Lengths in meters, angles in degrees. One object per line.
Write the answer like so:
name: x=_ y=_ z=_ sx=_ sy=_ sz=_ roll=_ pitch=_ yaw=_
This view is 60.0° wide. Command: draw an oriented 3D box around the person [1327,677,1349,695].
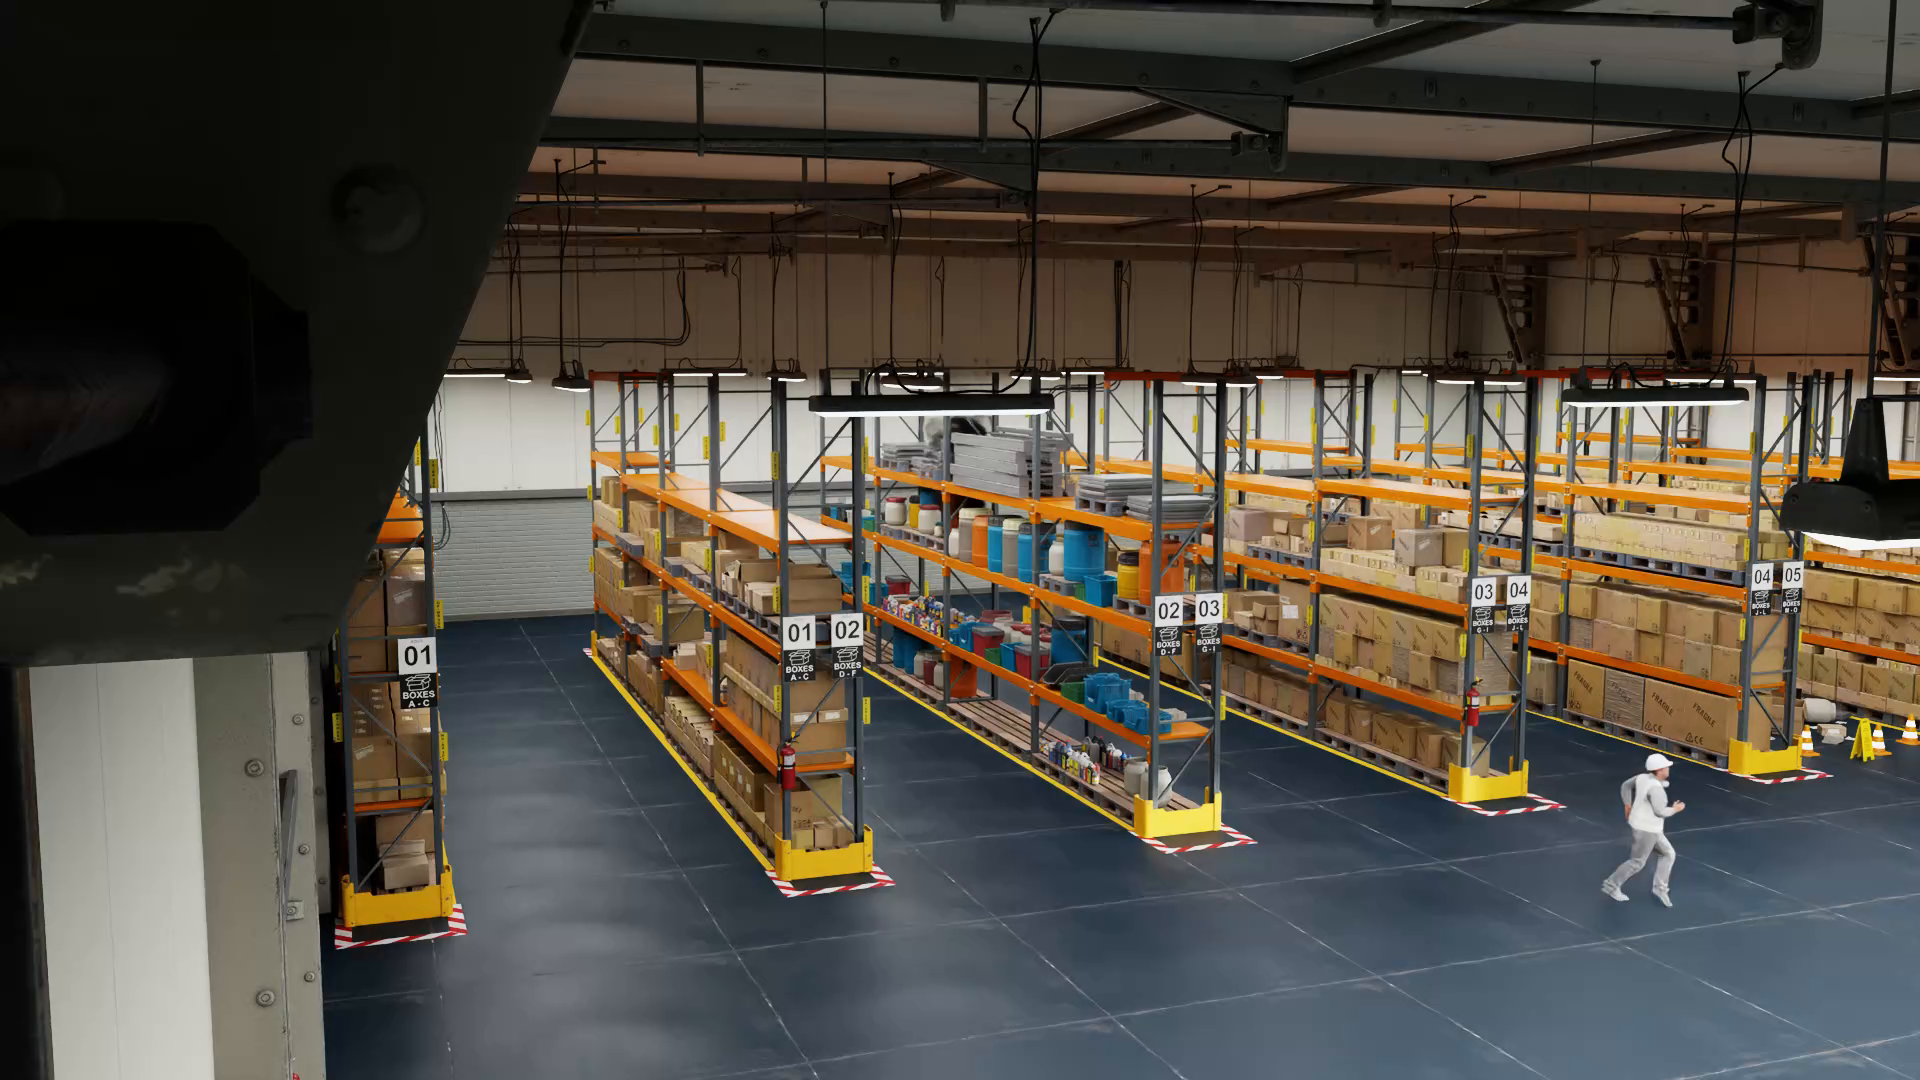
person: x=7.123 y=2.039 z=31.283 sx=0.656 sy=1.653 sz=0.800 roll=-2 pitch=7 yaw=-18

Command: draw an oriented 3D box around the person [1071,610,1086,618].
person: x=2.418 y=1.512 z=32.824 sx=0.642 sy=1.859 sz=0.734 roll=-3 pitch=7 yaw=-27

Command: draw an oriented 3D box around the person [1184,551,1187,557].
person: x=5.384 y=1.014 z=40.769 sx=0.713 sy=1.603 sz=0.513 roll=5 pitch=8 yaw=38

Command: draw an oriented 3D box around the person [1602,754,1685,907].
person: x=7.840 y=3.336 z=19.074 sx=0.850 sy=1.814 sz=0.671 roll=1 pitch=6 yaw=10

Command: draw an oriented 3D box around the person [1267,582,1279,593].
person: x=7.890 y=0.924 z=41.002 sx=0.863 sy=1.732 sz=0.619 roll=5 pitch=8 yaw=39
